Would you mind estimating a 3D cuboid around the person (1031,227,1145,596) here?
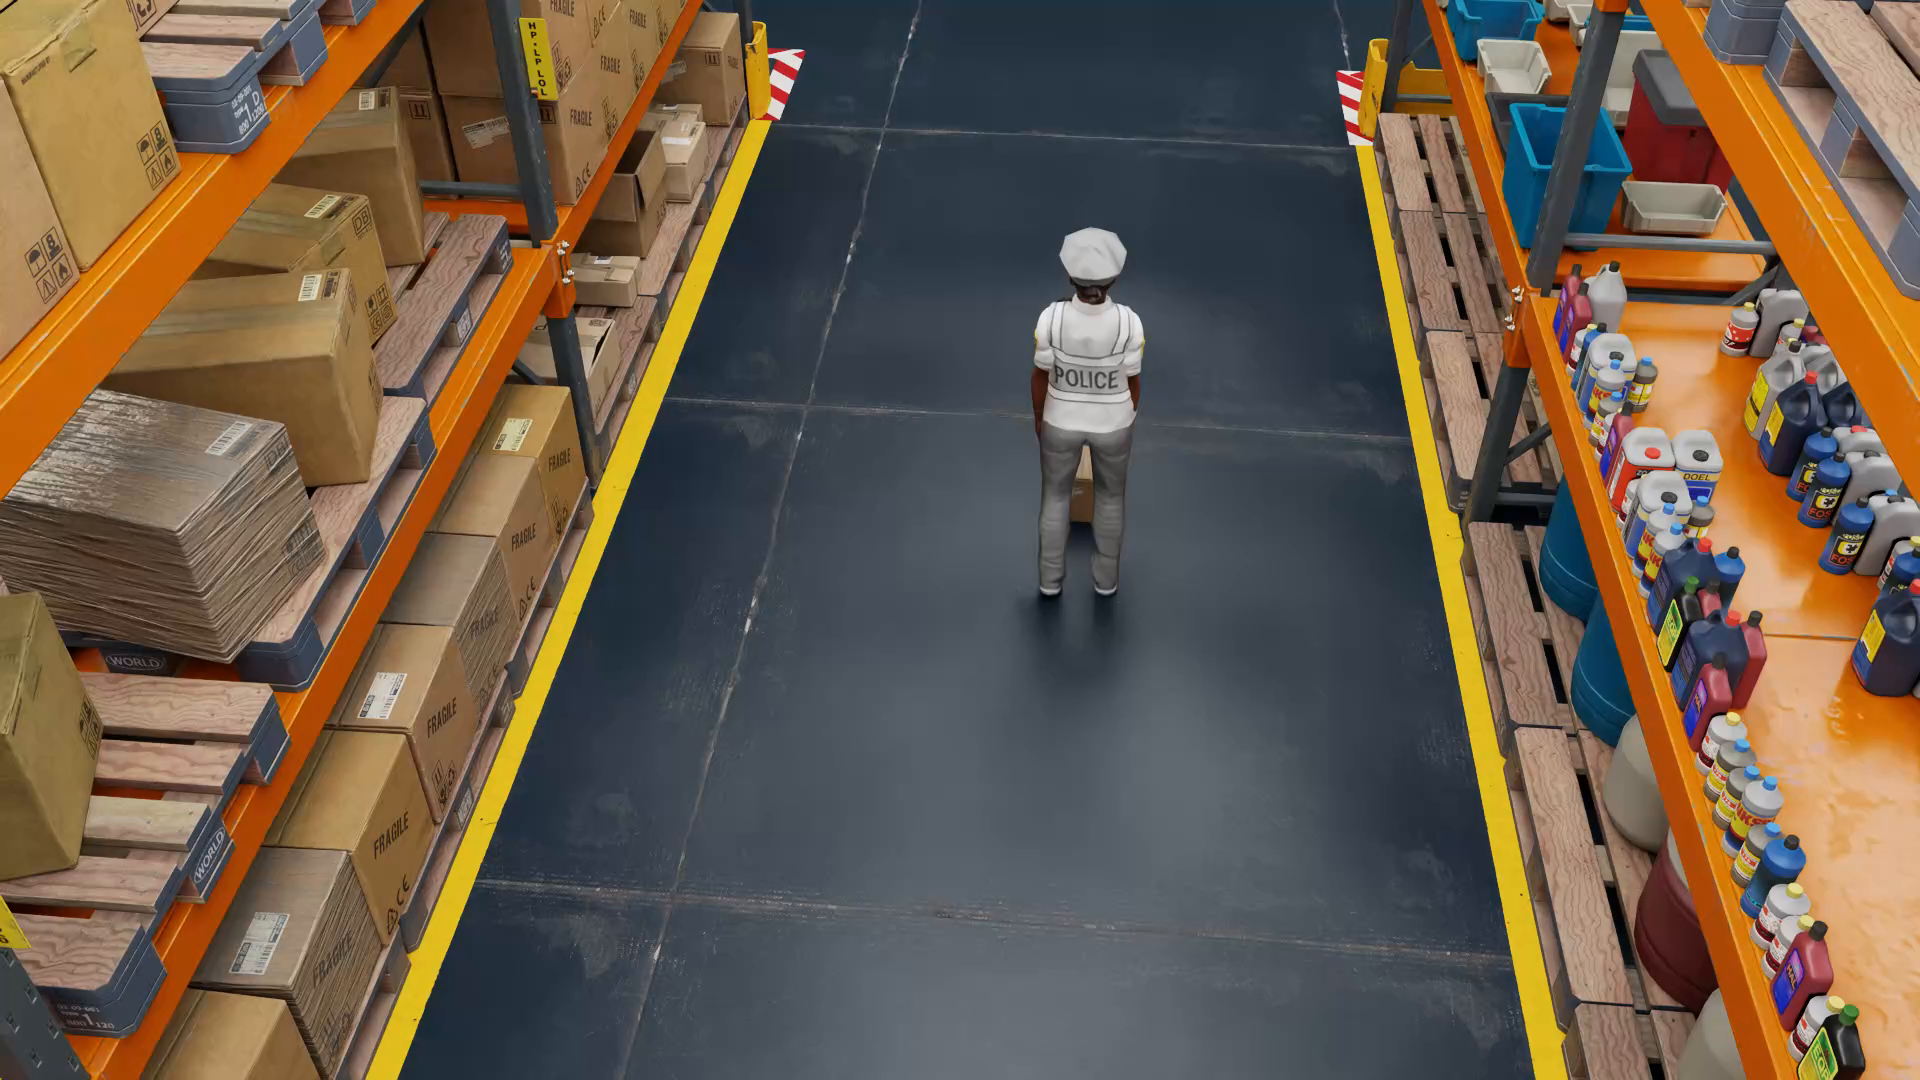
[{"bbox_3d":[0.501,-0.481,6.727,0.435,1.700,0.339,4,40,5],"label":"person"}]
